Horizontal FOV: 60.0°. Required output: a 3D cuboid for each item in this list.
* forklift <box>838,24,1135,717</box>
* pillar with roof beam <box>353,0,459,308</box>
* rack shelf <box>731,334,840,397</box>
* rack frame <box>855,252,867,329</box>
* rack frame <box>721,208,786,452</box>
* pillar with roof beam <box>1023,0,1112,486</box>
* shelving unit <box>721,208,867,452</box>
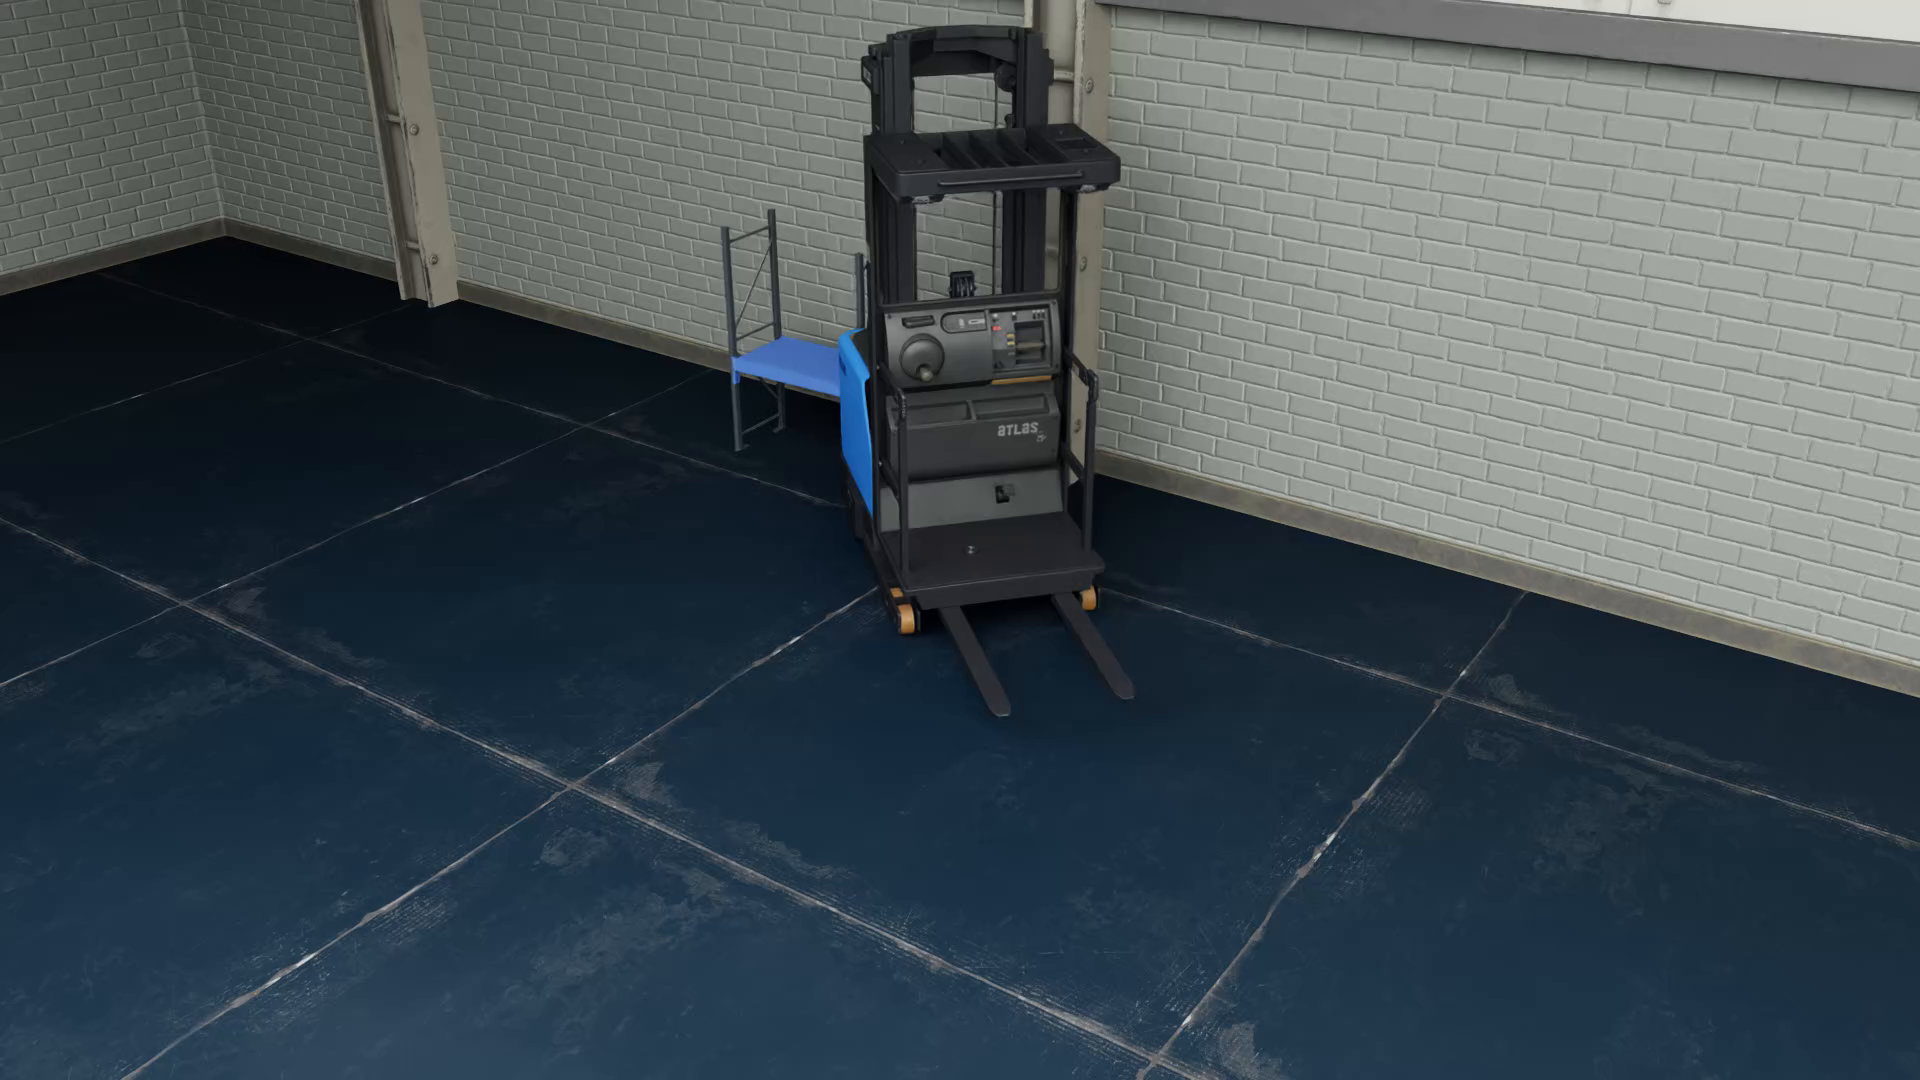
[{"bbox_3d":[0.125,-0.998,8.479,1.130,2.935,3.031,-7,28,-13],"label":"forklift"},{"bbox_3d":[-6.779,-4.386,8.447,0.400,9.000,9.100,17,32,30],"label":"pillar with roof beam"},{"bbox_3d":[-0.896,-1.060,10.576,1.000,0.185,0.538,16,31,29],"label":"rack shelf"},{"bbox_3d":[-0.468,-1.096,10.250,0.032,1.500,0.500,16,31,29],"label":"rack frame"},{"bbox_3d":[-1.324,-1.345,10.739,0.032,1.500,0.500,16,31,29],"label":"rack frame"},{"bbox_3d":[-1.833,-2.846,5.420,0.400,9.000,9.100,17,32,30],"label":"pillar with roof beam"},{"bbox_3d":[-0.896,-1.220,10.494,1.048,1.500,0.538,16,31,29],"label":"shelving unit"}]
